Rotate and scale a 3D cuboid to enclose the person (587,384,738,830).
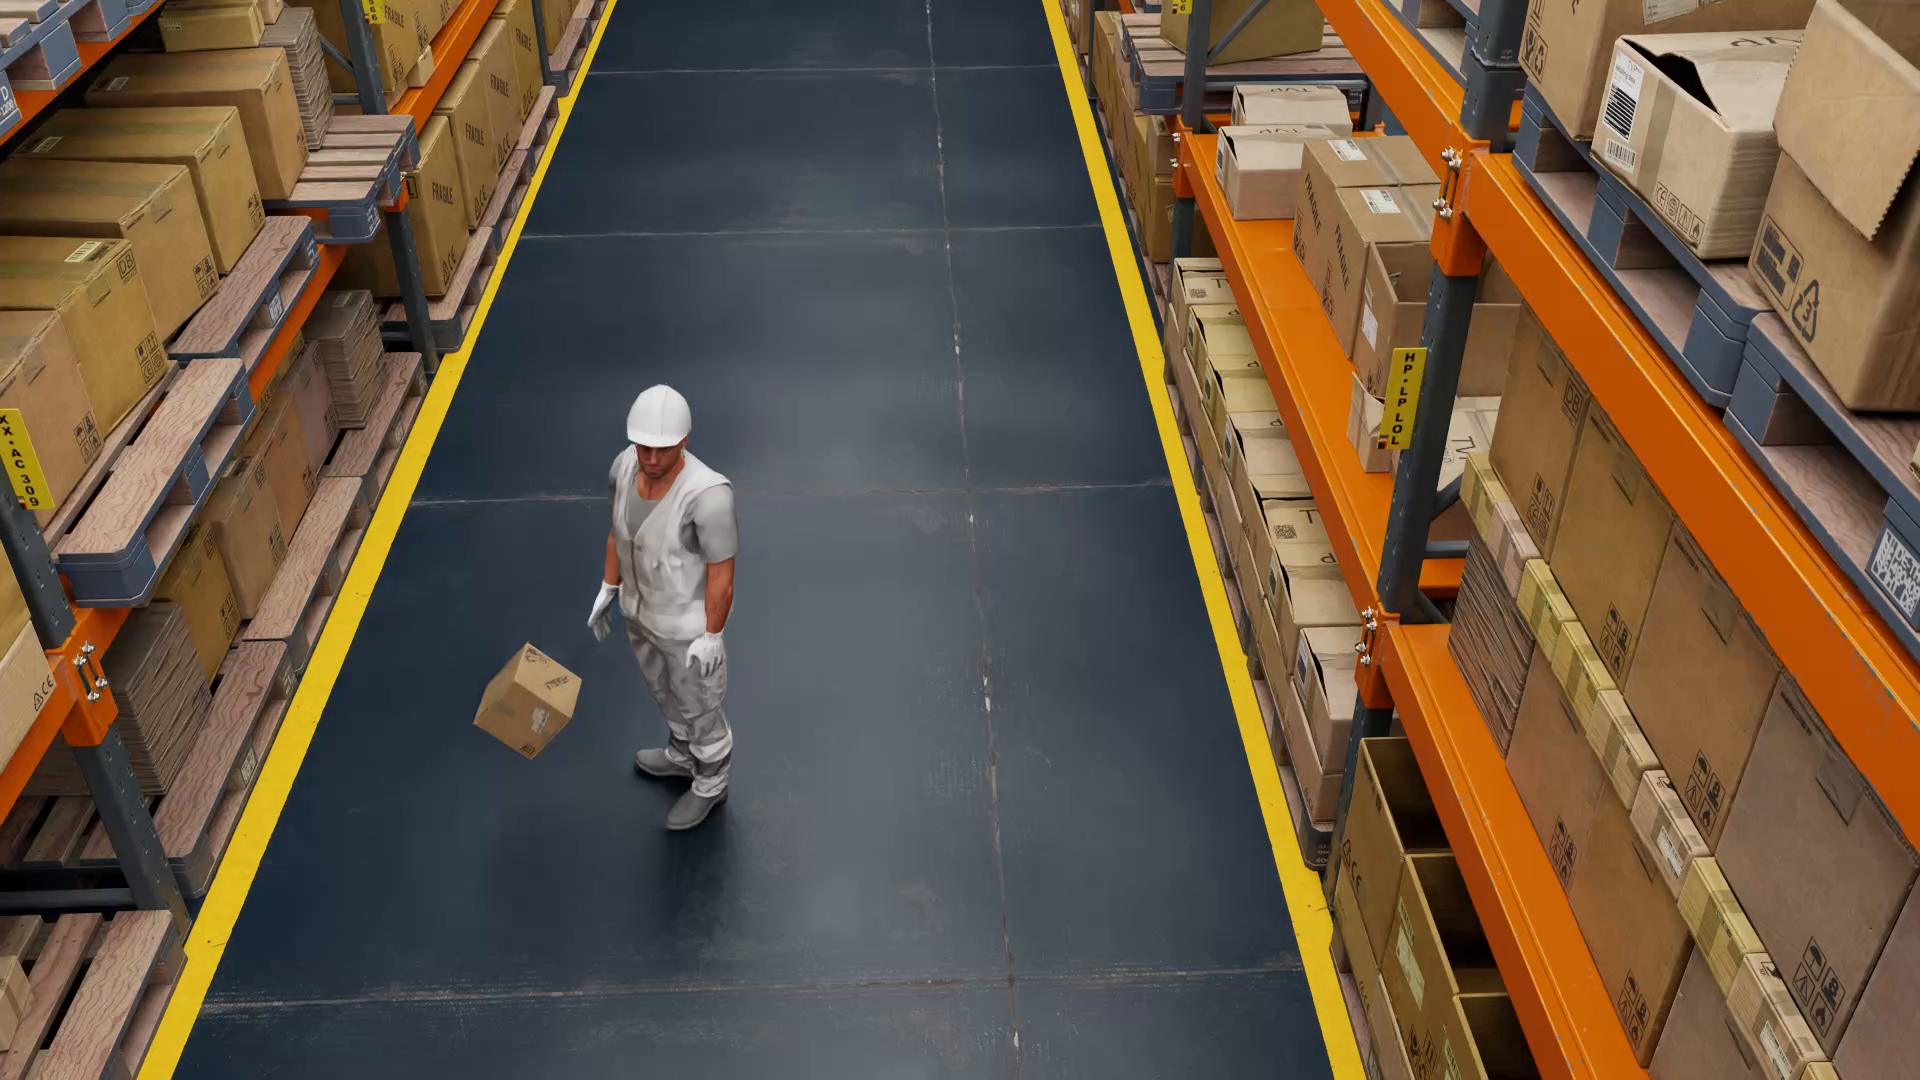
[{"bbox_3d":[-1.029,0.251,5.733,0.632,1.791,0.383,28,43,34],"label":"person"}]
